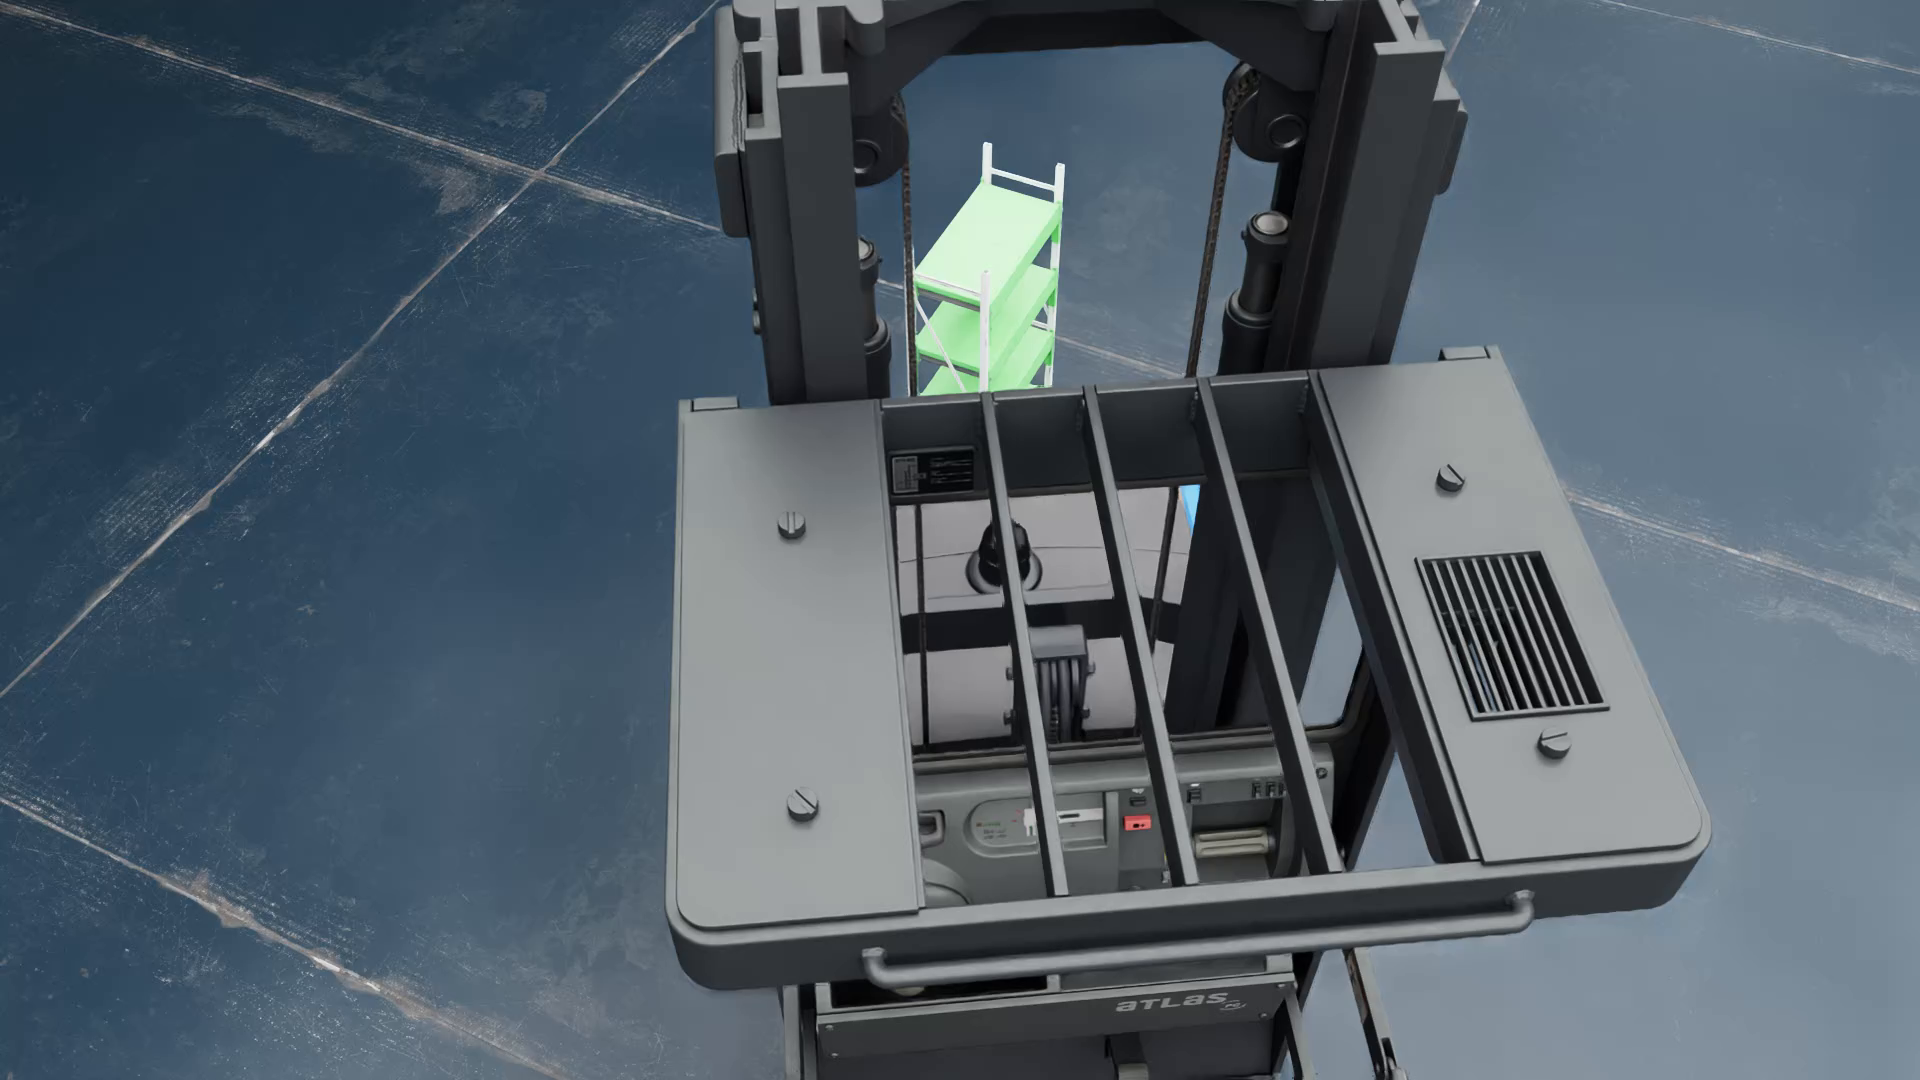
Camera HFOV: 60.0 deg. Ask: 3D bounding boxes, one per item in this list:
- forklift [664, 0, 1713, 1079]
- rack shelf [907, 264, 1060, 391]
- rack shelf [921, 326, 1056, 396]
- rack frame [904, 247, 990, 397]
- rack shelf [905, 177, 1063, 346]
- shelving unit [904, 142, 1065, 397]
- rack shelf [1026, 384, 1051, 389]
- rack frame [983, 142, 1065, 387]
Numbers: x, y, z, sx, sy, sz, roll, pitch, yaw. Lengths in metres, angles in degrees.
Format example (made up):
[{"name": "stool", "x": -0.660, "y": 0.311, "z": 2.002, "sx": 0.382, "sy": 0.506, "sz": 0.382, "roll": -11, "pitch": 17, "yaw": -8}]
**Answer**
[{"name": "forklift", "x": 0.205, "y": 0.678, "z": 2.749, "sx": 1.130, "sy": 2.935, "sz": 3.031, "roll": -4, "pitch": 50, "yaw": -4}, {"name": "rack shelf", "x": 0.071, "y": -0.617, "z": 4.756, "sx": 0.258, "sy": 0.148, "sz": 0.480, "roll": 20, "pitch": 52, "yaw": 16}, {"name": "rack shelf", "x": 0.071, "y": -0.461, "z": 4.939, "sx": 0.258, "sy": 0.148, "sz": 0.480, "roll": 20, "pitch": 52, "yaw": 16}, {"name": "rack frame", "x": -0.034, "y": -0.335, "z": 4.747, "sx": 0.240, "sy": 1.200, "sz": 0.015, "roll": 20, "pitch": 52, "yaw": 16}, {"name": "rack shelf", "x": 0.071, "y": -0.772, "z": 4.573, "sx": 0.258, "sy": 0.148, "sz": 0.480, "roll": 20, "pitch": 52, "yaw": 16}, {"name": "shelving unit", "x": 0.071, "y": -0.503, "z": 4.890, "sx": 0.258, "sy": 1.200, "sz": 0.503, "roll": 20, "pitch": 52, "yaw": 16}, {"name": "rack shelf", "x": 0.071, "y": -0.306, "z": 5.121, "sx": 0.258, "sy": 0.148, "sz": 0.480, "roll": 20, "pitch": 52, "yaw": 16}, {"name": "rack frame", "x": 0.175, "y": -0.671, "z": 5.033, "sx": 0.240, "sy": 1.200, "sz": 0.015, "roll": 20, "pitch": 52, "yaw": 16}]
